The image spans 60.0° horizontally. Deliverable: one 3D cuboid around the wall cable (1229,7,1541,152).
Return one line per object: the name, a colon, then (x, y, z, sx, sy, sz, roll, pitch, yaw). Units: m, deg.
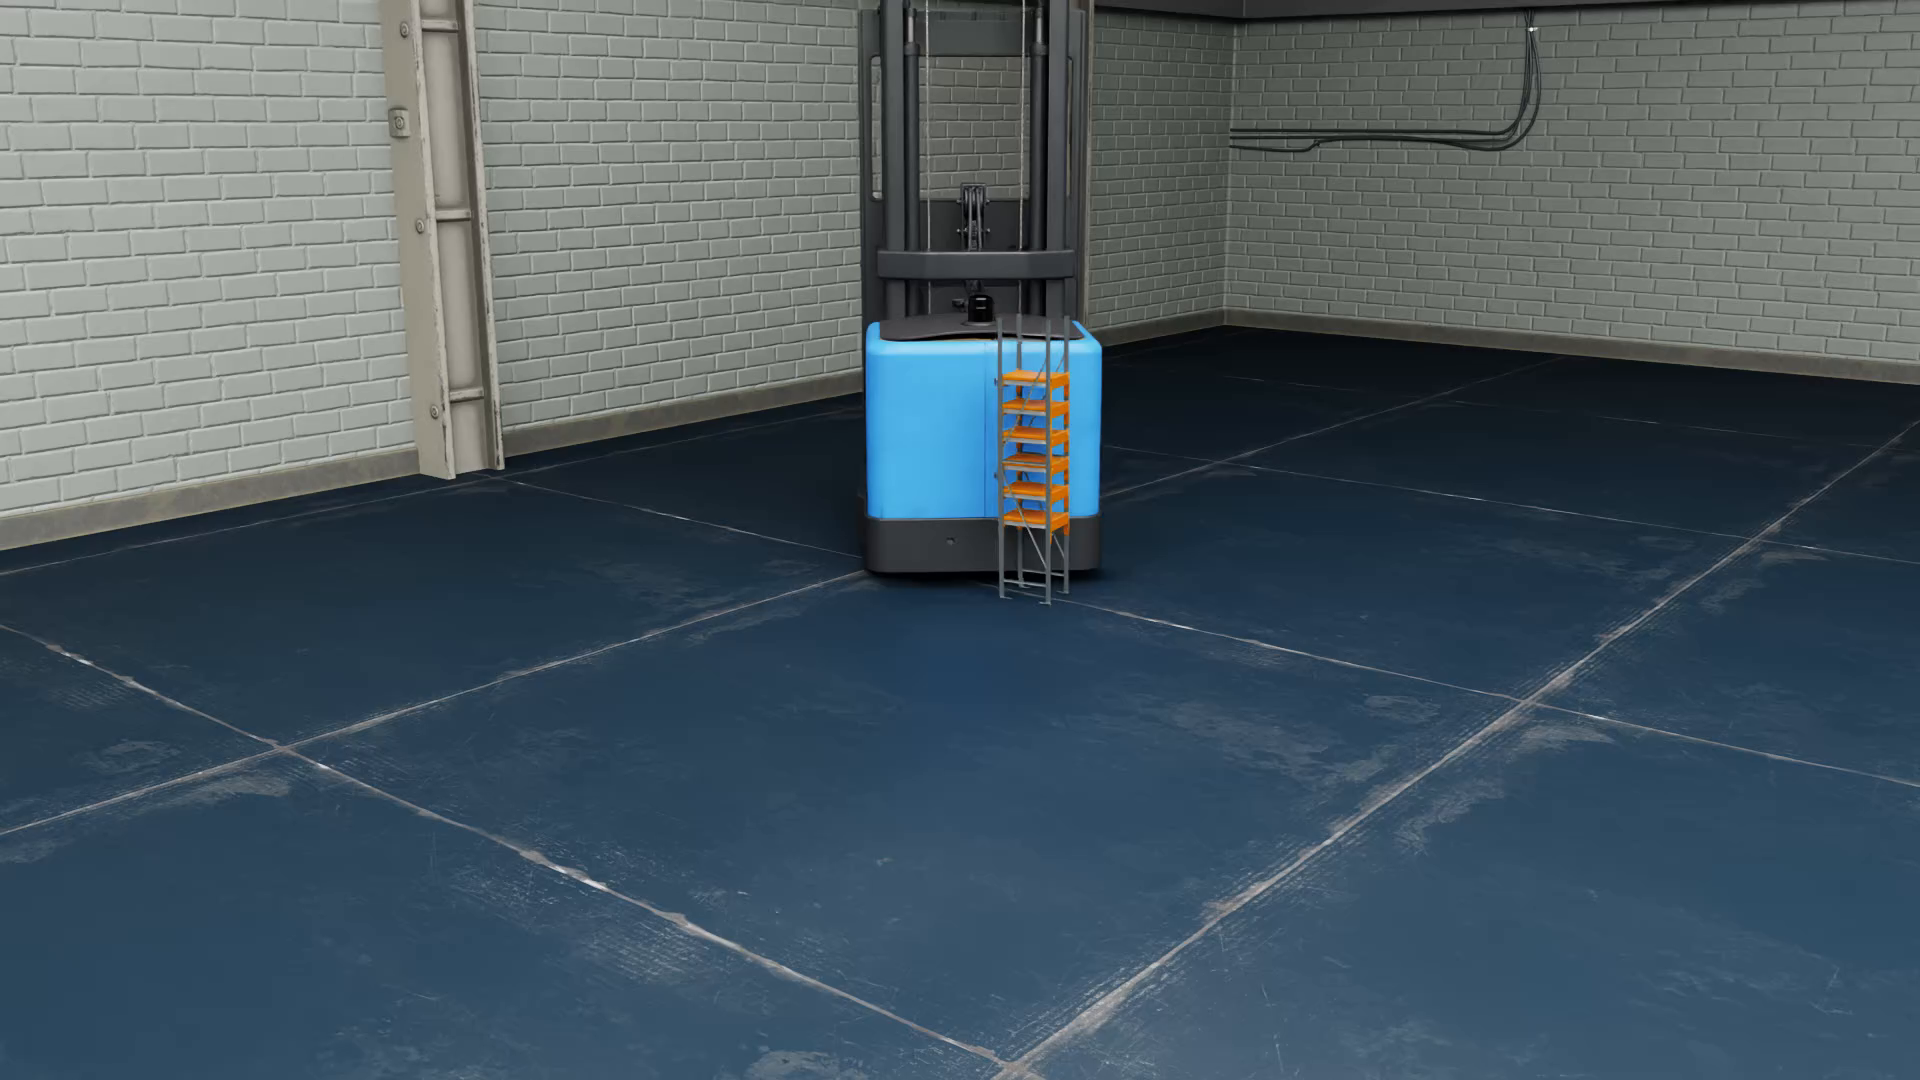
wall cable: (3.737, -4.771, 14.935, 3.097, 2.526, 0.112, 11, 18, 38)

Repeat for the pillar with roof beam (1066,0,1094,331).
pillar with roof beam: (4.205, -5.251, 10.515, 9.100, 9.000, 0.400, 11, 18, 38)

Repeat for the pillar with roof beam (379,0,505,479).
pillar with roof beam: (0.434, -4.102, 5.992, 9.100, 9.000, 0.400, 11, 18, 38)

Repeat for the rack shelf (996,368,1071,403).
rack shelf: (0.306, -0.645, 6.934, 0.258, 0.103, 0.180, 7, 16, 27)

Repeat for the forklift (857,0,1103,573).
forklift: (0.042, -1.585, 8.409, 1.130, 2.935, 3.031, -1, 14, -2)

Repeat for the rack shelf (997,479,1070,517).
rack shelf: (0.313, -0.180, 7.053, 0.258, 0.103, 0.180, 7, 16, 27)

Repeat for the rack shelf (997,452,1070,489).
rack shelf: (0.311, -0.296, 7.023, 0.258, 0.103, 0.180, 7, 16, 27)

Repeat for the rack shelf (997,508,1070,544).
rack shelf: (0.314, -0.064, 7.083, 0.258, 0.103, 0.180, 7, 16, 27)

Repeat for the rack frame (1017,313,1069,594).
rack frame: (0.353, -0.360, 7.090, 0.240, 1.200, 0.006, 7, 16, 27)

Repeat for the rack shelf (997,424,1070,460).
rack shelf: (0.310, -0.412, 6.993, 0.258, 0.103, 0.180, 7, 16, 27)

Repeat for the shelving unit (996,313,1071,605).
shelving unit: (0.311, -0.339, 7.012, 0.258, 1.200, 0.189, 7, 16, 27)

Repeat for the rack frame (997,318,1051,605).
rack frame: (0.268, -0.319, 6.934, 0.240, 1.200, 0.006, 7, 16, 27)

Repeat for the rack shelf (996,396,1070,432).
rack shelf: (0.308, -0.529, 6.964, 0.258, 0.103, 0.180, 7, 16, 27)
